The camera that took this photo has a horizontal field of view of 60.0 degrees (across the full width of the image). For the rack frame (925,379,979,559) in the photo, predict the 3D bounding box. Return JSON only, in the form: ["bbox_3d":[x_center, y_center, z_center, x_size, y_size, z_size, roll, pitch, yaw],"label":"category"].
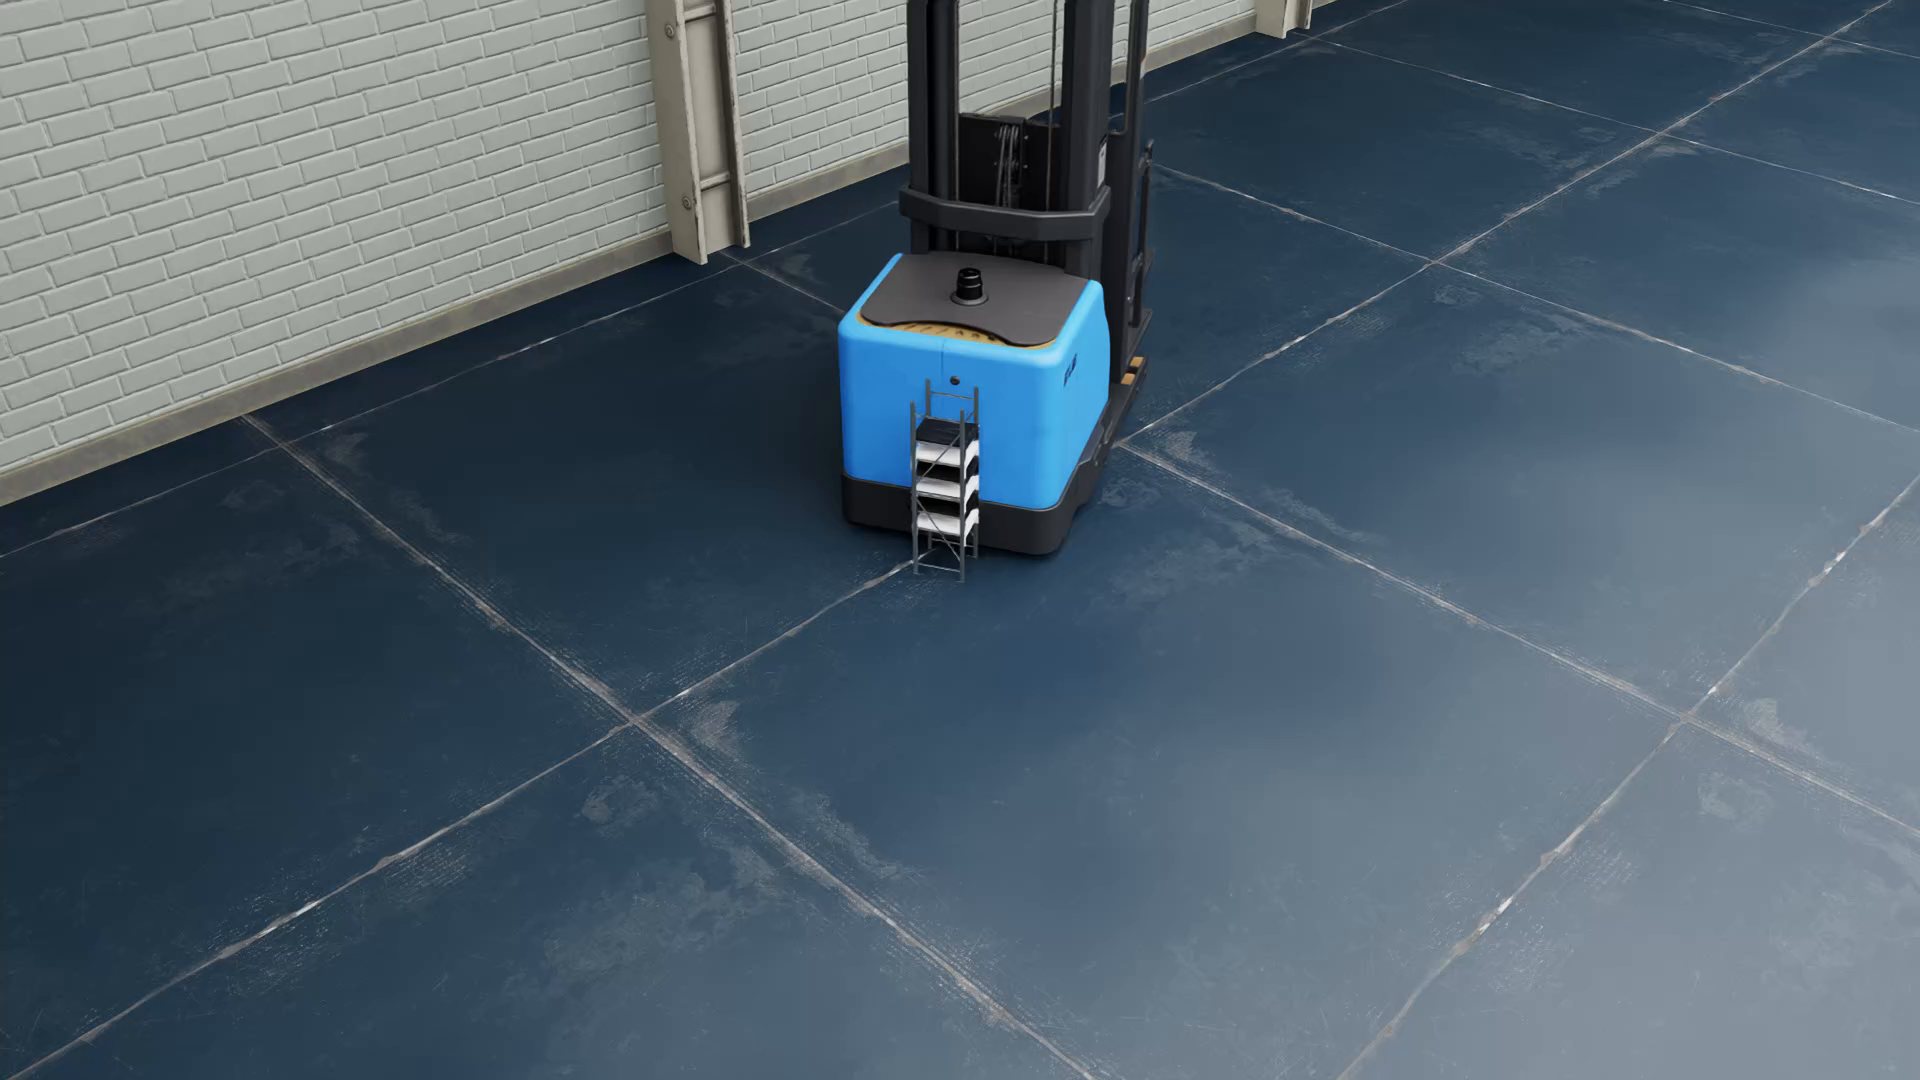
[{"bbox_3d":[-0.034,-0.305,7.401,0.240,0.900,0.006,10,36,14],"label":"rack frame"}]

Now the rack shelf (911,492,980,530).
[{"bbox_3d":[-0.065,-0.149,7.392,0.258,0.077,0.200,10,36,14],"label":"rack shelf"}]

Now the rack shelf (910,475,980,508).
[{"bbox_3d":[-0.065,-0.223,7.341,0.258,0.077,0.200,10,36,14],"label":"rack shelf"}]

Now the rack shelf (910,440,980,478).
[{"bbox_3d":[-0.065,-0.370,7.238,0.258,0.077,0.200,10,36,14],"label":"rack shelf"}]

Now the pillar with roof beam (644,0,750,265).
[{"bbox_3d":[1.502,-3.778,5.301,9.100,9.000,0.400,30,45,35],"label":"pillar with roof beam"}]

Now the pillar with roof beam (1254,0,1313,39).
[{"bbox_3d":[5.729,-6.214,8.794,9.100,9.000,0.400,30,45,35],"label":"pillar with roof beam"}]

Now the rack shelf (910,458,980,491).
[{"bbox_3d":[-0.065,-0.296,7.289,0.258,0.077,0.200,10,36,14],"label":"rack shelf"}]

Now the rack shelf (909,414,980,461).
[{"bbox_3d":[-0.065,-0.444,7.186,0.258,0.077,0.200,10,36,14],"label":"rack shelf"}]

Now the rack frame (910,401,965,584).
[{"bbox_3d":[-0.095,-0.195,7.242,0.240,0.900,0.006,10,36,14],"label":"rack frame"}]

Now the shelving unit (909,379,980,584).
[{"bbox_3d":[-0.065,-0.250,7.322,0.258,0.900,0.210,10,36,14],"label":"shelving unit"}]

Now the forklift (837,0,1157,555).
[{"bbox_3d":[0.378,-1.977,8.022,1.130,2.935,3.031,10,36,14],"label":"forklift"}]

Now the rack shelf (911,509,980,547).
[{"bbox_3d":[-0.065,-0.075,7.444,0.258,0.077,0.200,10,36,14],"label":"rack shelf"}]
